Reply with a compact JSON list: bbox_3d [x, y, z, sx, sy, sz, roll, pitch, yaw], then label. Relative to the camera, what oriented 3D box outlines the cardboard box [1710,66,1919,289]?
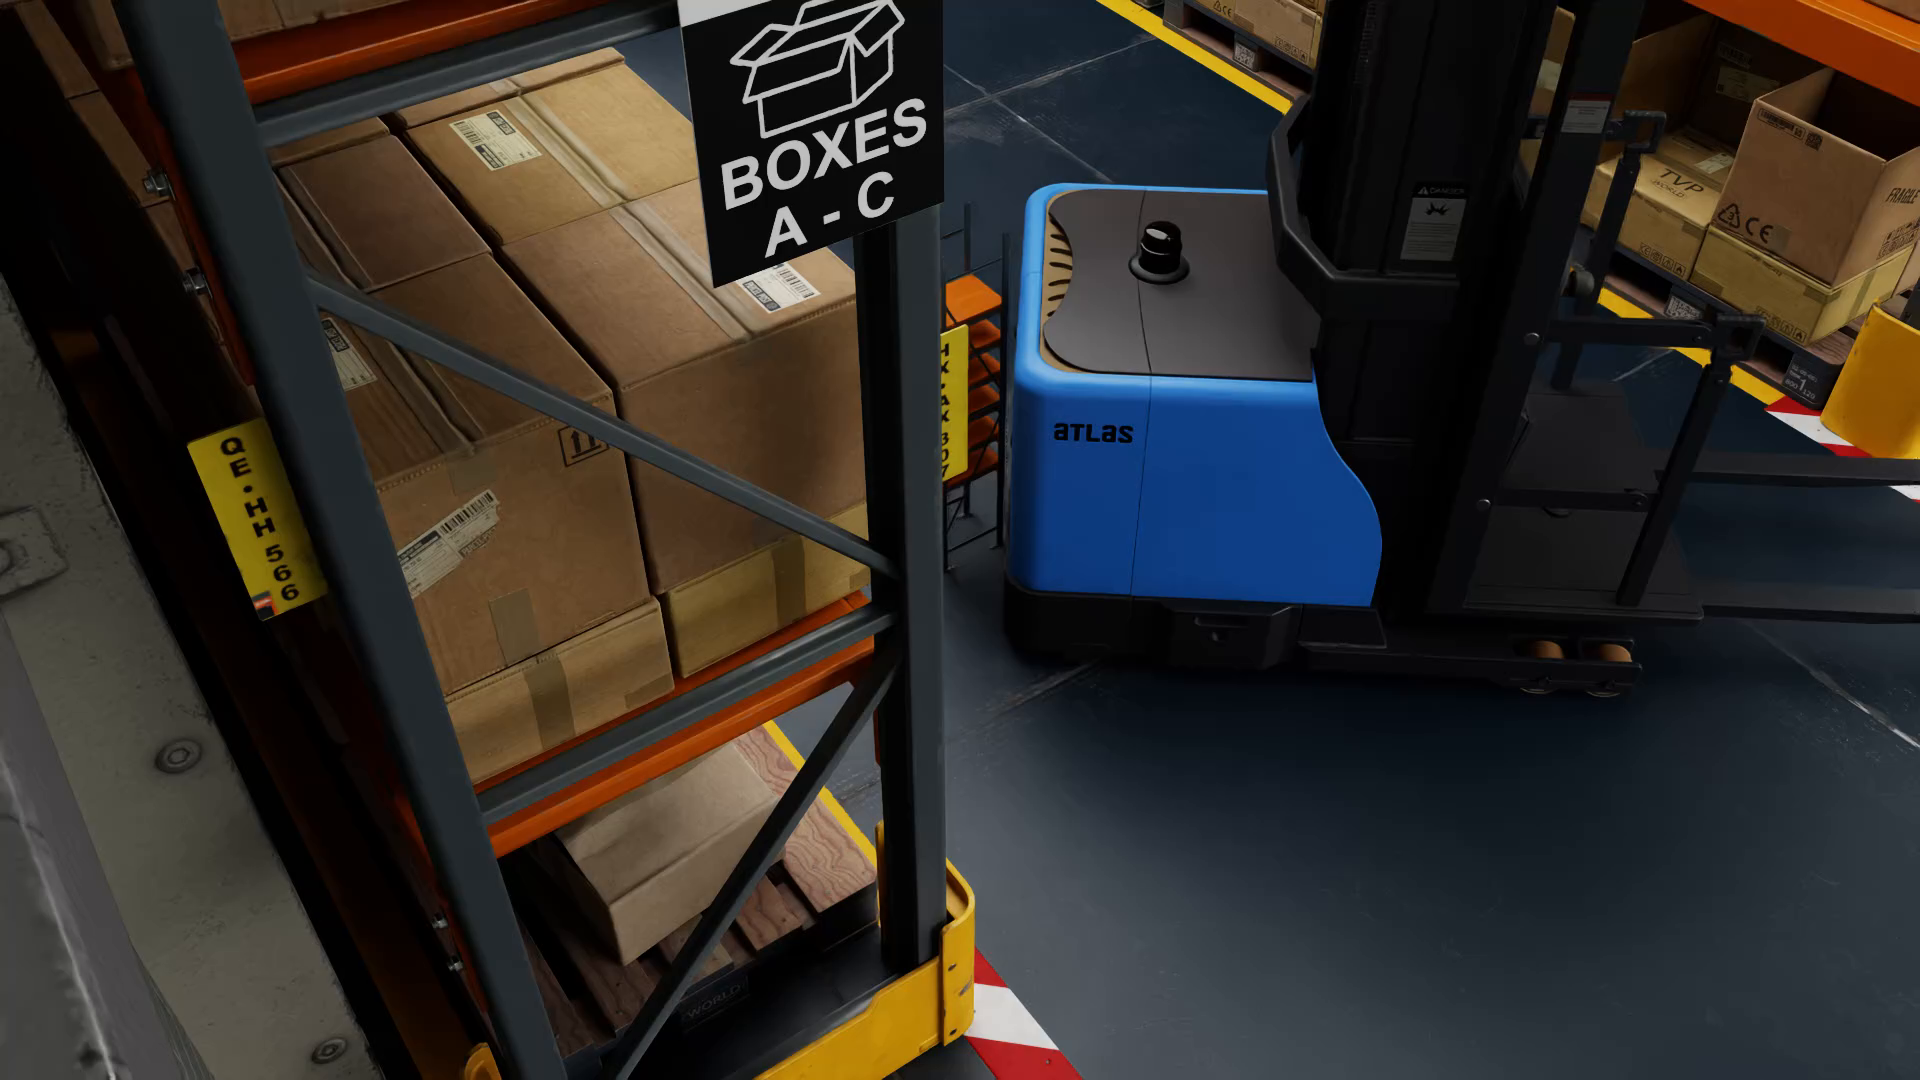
[{"bbox_3d":[3.037,-1.272,5.759,0.500,0.500,0.500,-26,49,-24],"label":"cardboard box"}]

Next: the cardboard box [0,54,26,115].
[{"bbox_3d":[-2.669,-1.566,5.017,0.500,0.250,0.500,-25,49,-24],"label":"cardboard box"}]

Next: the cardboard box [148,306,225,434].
[{"bbox_3d":[-1.497,-0.413,3.809,0.500,0.250,0.500,-26,49,-25],"label":"cardboard box"}]

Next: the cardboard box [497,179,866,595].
[{"bbox_3d":[-0.500,-0.312,3.160,0.500,0.500,0.500,-26,49,-24],"label":"cardboard box"}]

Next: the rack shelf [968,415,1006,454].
[{"bbox_3d":[-0.014,-0.307,5.146,0.258,0.103,0.180,-26,50,-25],"label":"rack shelf"}]

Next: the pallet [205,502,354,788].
[{"bbox_3d":[-1.647,0.102,5.195,1.003,0.211,1.213,-26,49,-24],"label":"pallet"}]

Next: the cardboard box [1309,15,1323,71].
[{"bbox_3d":[1.879,-2.128,7.198,0.500,0.250,0.500,-26,49,-24],"label":"cardboard box"}]

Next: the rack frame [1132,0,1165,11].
[{"bbox_3d":[1.299,-3.923,7.392,1.000,3.000,0.127,-26,49,-24],"label":"rack frame"}]

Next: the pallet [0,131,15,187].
[{"bbox_3d":[-3.910,-2.087,7.489,1.003,0.211,1.213,-26,49,-24],"label":"pallet"}]

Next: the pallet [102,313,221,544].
[{"bbox_3d":[-2.349,-0.589,5.919,1.003,0.211,1.213,-26,49,-24],"label":"pallet"}]

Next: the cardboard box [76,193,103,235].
[{"bbox_3d":[-2.062,-0.992,4.415,0.500,0.250,0.500,-27,50,-25],"label":"cardboard box"}]

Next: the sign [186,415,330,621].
[{"bbox_3d":[-0.940,-0.024,2.240,0.100,0.325,0.005,-26,49,-24],"label":"sign"}]

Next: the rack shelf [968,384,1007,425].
[{"bbox_3d":[-0.014,-0.394,5.063,0.258,0.103,0.180,-26,50,-25],"label":"rack shelf"}]

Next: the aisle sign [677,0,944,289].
[{"bbox_3d":[-0.186,-0.717,2.151,0.394,0.787,0.004,-26,49,-24],"label":"aisle sign"}]

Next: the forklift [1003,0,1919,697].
[{"bbox_3d":[1.671,-0.974,4.352,3.031,2.935,1.130,3,44,3],"label":"forklift"}]

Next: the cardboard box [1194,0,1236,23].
[{"bbox_3d":[1.316,-2.698,7.796,0.500,0.250,0.500,-26,49,-24],"label":"cardboard box"}]

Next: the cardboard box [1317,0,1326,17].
[{"bbox_3d":[1.880,-2.399,6.940,0.500,0.500,0.500,-26,49,-24],"label":"cardboard box"}]

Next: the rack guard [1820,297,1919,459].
[{"bbox_3d":[3.601,-0.740,5.868,1.175,0.500,0.348,-26,49,-24],"label":"rack guard"}]

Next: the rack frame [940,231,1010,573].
[{"bbox_3d":[0.040,-0.375,4.979,0.240,1.200,0.006,-26,50,-25],"label":"rack frame"}]

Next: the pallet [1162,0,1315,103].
[{"bbox_3d":[1.720,-2.448,7.866,1.003,0.211,1.213,-26,49,-24],"label":"pallet"}]

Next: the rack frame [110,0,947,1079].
[{"bbox_3d":[-0.473,0.301,2.967,1.000,3.000,0.127,-26,49,-24],"label":"rack frame"}]

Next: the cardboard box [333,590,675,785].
[{"bbox_3d":[-0.900,0.160,3.209,0.500,0.250,0.500,-25,49,-24],"label":"cardboard box"}]

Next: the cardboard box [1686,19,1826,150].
[{"bbox_3d":[3.175,-1.760,6.270,0.500,0.500,0.500,-26,49,-24],"label":"cardboard box"}]

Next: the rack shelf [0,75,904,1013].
[{"bbox_3d":[-1.618,-0.571,4.402,1.077,0.370,4.000,-26,49,-24],"label":"rack shelf"}]

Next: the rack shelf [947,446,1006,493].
[{"bbox_3d":[-0.014,-0.221,5.229,0.258,0.103,0.180,-26,50,-25],"label":"rack shelf"}]

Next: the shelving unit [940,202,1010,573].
[{"bbox_3d":[-0.014,-0.426,5.032,0.258,1.200,0.189,-26,50,-25],"label":"shelving unit"}]

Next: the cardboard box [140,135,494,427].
[{"bbox_3d":[-1.197,-0.395,3.247,0.500,0.500,0.500,-25,49,-24],"label":"cardboard box"}]

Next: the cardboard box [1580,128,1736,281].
[{"bbox_3d":[2.742,-1.280,6.311,0.500,0.250,0.500,-26,49,-24],"label":"cardboard box"}]

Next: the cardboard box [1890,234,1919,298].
[{"bbox_3d":[3.463,-1.207,6.234,0.500,0.250,0.500,-26,49,-24],"label":"cardboard box"}]

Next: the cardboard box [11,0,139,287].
[{"bbox_3d":[-1.785,-0.971,3.851,0.500,0.500,0.500,-25,49,-24],"label":"cardboard box"}]

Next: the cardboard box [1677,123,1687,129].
[{"bbox_3d":[2.888,-1.772,6.825,0.500,0.250,0.500,-26,49,-24],"label":"cardboard box"}]

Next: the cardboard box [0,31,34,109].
[{"bbox_3d":[-2.371,-1.545,4.452,0.500,0.500,0.500,-26,49,-25],"label":"cardboard box"}]

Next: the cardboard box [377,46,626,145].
[{"bbox_3d":[-1.065,-0.891,3.767,0.500,0.500,0.500,-27,50,-26],"label":"cardboard box"}]
